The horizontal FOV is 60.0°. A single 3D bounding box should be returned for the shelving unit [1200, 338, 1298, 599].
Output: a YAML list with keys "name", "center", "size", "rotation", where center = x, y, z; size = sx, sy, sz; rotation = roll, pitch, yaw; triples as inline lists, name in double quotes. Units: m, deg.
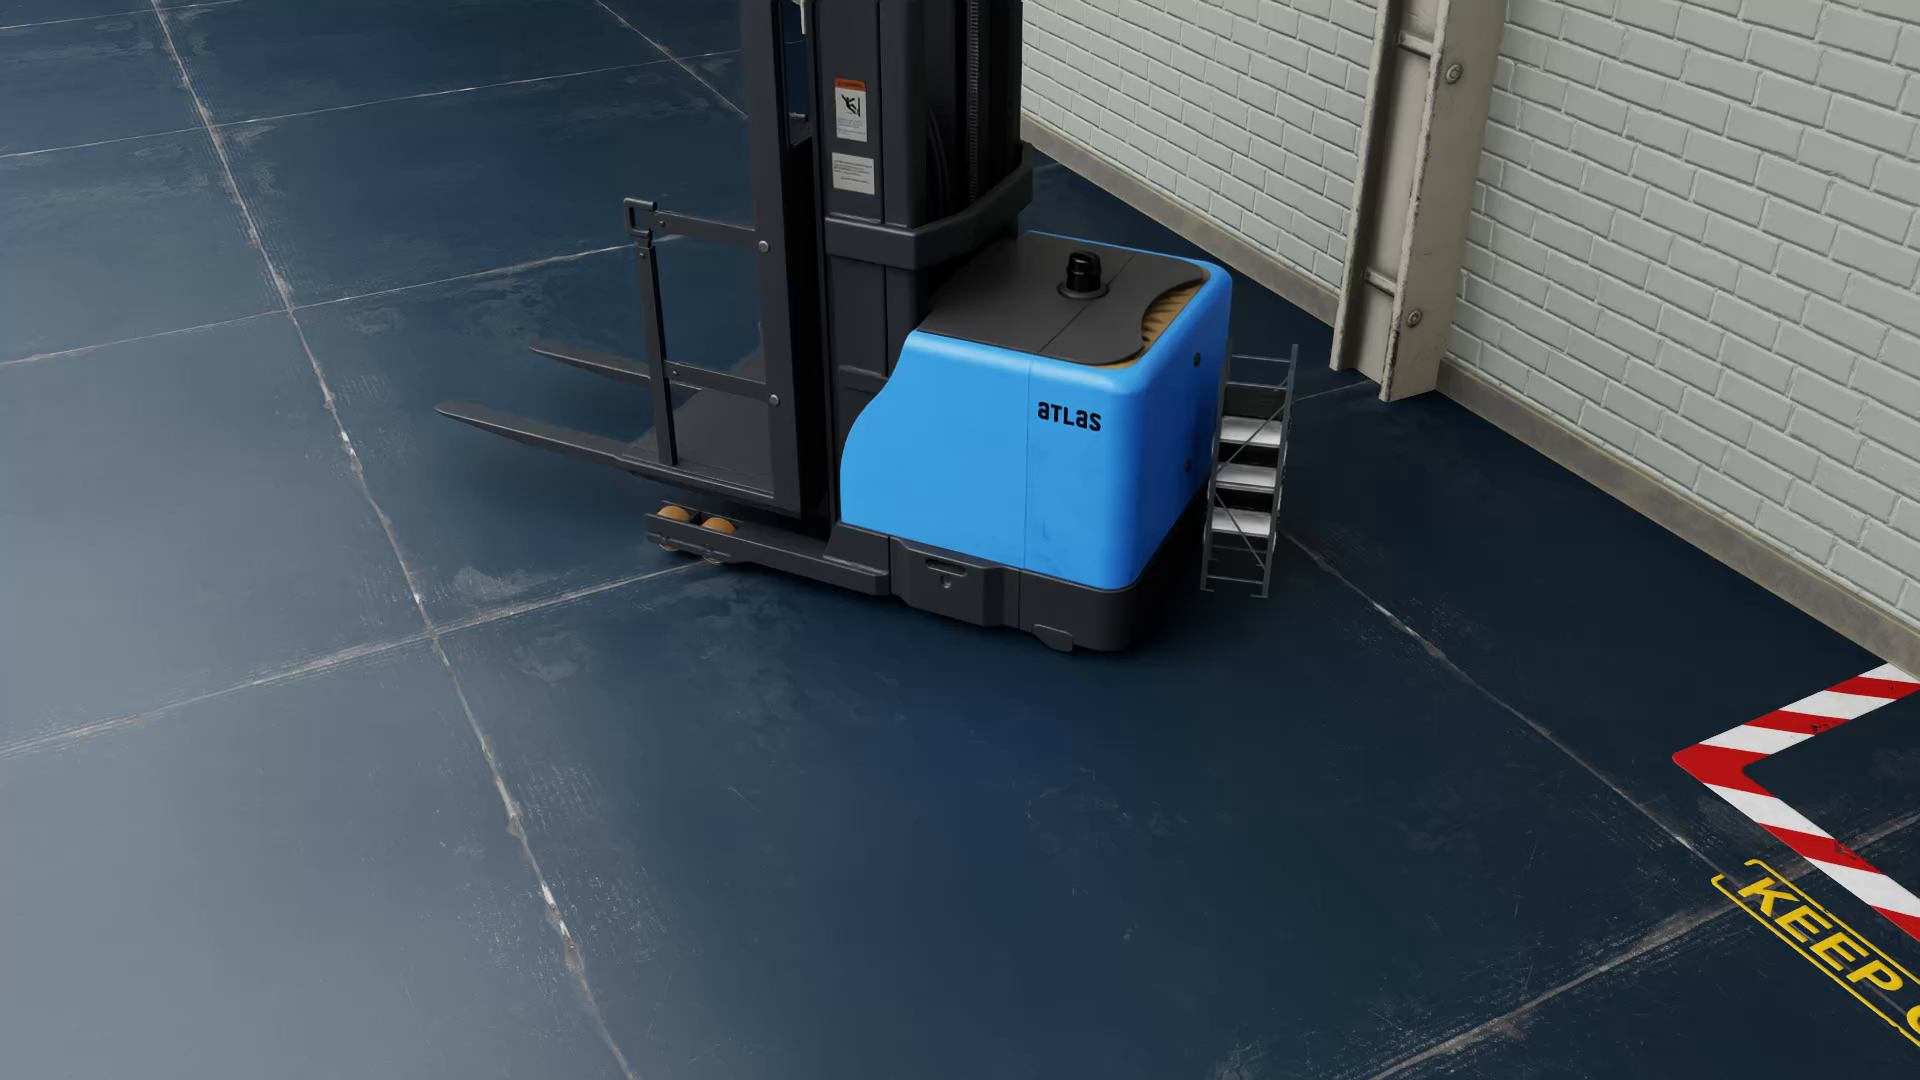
- name: "shelving unit"
  center: [1.001, -0.239, 5.789]
  size: [0.258, 0.900, 0.210]
  rotation: [7, 33, 11]

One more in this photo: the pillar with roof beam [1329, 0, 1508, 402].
- name: "pillar with roof beam"
  center: [-1.925, -3.432, 3.265]
  size: [9.100, 9.000, 0.400]
  rotation: [-16, 36, -23]

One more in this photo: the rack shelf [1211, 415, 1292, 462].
- name: "rack shelf"
  center: [1.001, -0.363, 5.710]
  size: [0.258, 0.077, 0.200]
  rotation: [7, 33, 11]

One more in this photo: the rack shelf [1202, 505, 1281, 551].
- name: "rack shelf"
  center: [1.001, -0.060, 5.904]
  size: [0.258, 0.077, 0.200]
  rotation: [7, 33, 11]

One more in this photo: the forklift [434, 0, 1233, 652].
- name: "forklift"
  center: [-0.601, -1.388, 5.700]
  size: [3.031, 2.935, 1.130]
  rotation: [14, 35, 21]

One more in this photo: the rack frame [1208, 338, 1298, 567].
- name: "rack frame"
  center: [1.024, -0.293, 5.873]
  size: [0.240, 0.900, 0.006]
  rotation: [7, 33, 11]

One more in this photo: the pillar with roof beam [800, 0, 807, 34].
- name: "pillar with roof beam"
  center: [-4.722, -6.295, 7.734]
  size: [9.100, 9.000, 0.400]
  rotation: [-16, 36, -23]

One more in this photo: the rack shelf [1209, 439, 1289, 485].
- name: "rack shelf"
  center: [1.001, -0.287, 5.759]
  size: [0.258, 0.077, 0.200]
  rotation: [7, 33, 11]

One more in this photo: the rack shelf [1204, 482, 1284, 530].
- name: "rack shelf"
  center: [1.001, -0.136, 5.856]
  size: [0.258, 0.077, 0.200]
  rotation: [7, 33, 11]

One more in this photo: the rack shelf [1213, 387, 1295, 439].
- name: "rack shelf"
  center: [1.001, -0.439, 5.662]
  size: [0.258, 0.077, 0.200]
  rotation: [7, 33, 11]

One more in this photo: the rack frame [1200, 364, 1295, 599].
- name: "rack frame"
  center: [0.978, -0.186, 5.706]
  size: [0.240, 0.900, 0.006]
  rotation: [7, 33, 11]

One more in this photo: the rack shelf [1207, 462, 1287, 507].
- name: "rack shelf"
  center: [1.001, -0.211, 5.807]
  size: [0.258, 0.077, 0.200]
  rotation: [7, 33, 11]
